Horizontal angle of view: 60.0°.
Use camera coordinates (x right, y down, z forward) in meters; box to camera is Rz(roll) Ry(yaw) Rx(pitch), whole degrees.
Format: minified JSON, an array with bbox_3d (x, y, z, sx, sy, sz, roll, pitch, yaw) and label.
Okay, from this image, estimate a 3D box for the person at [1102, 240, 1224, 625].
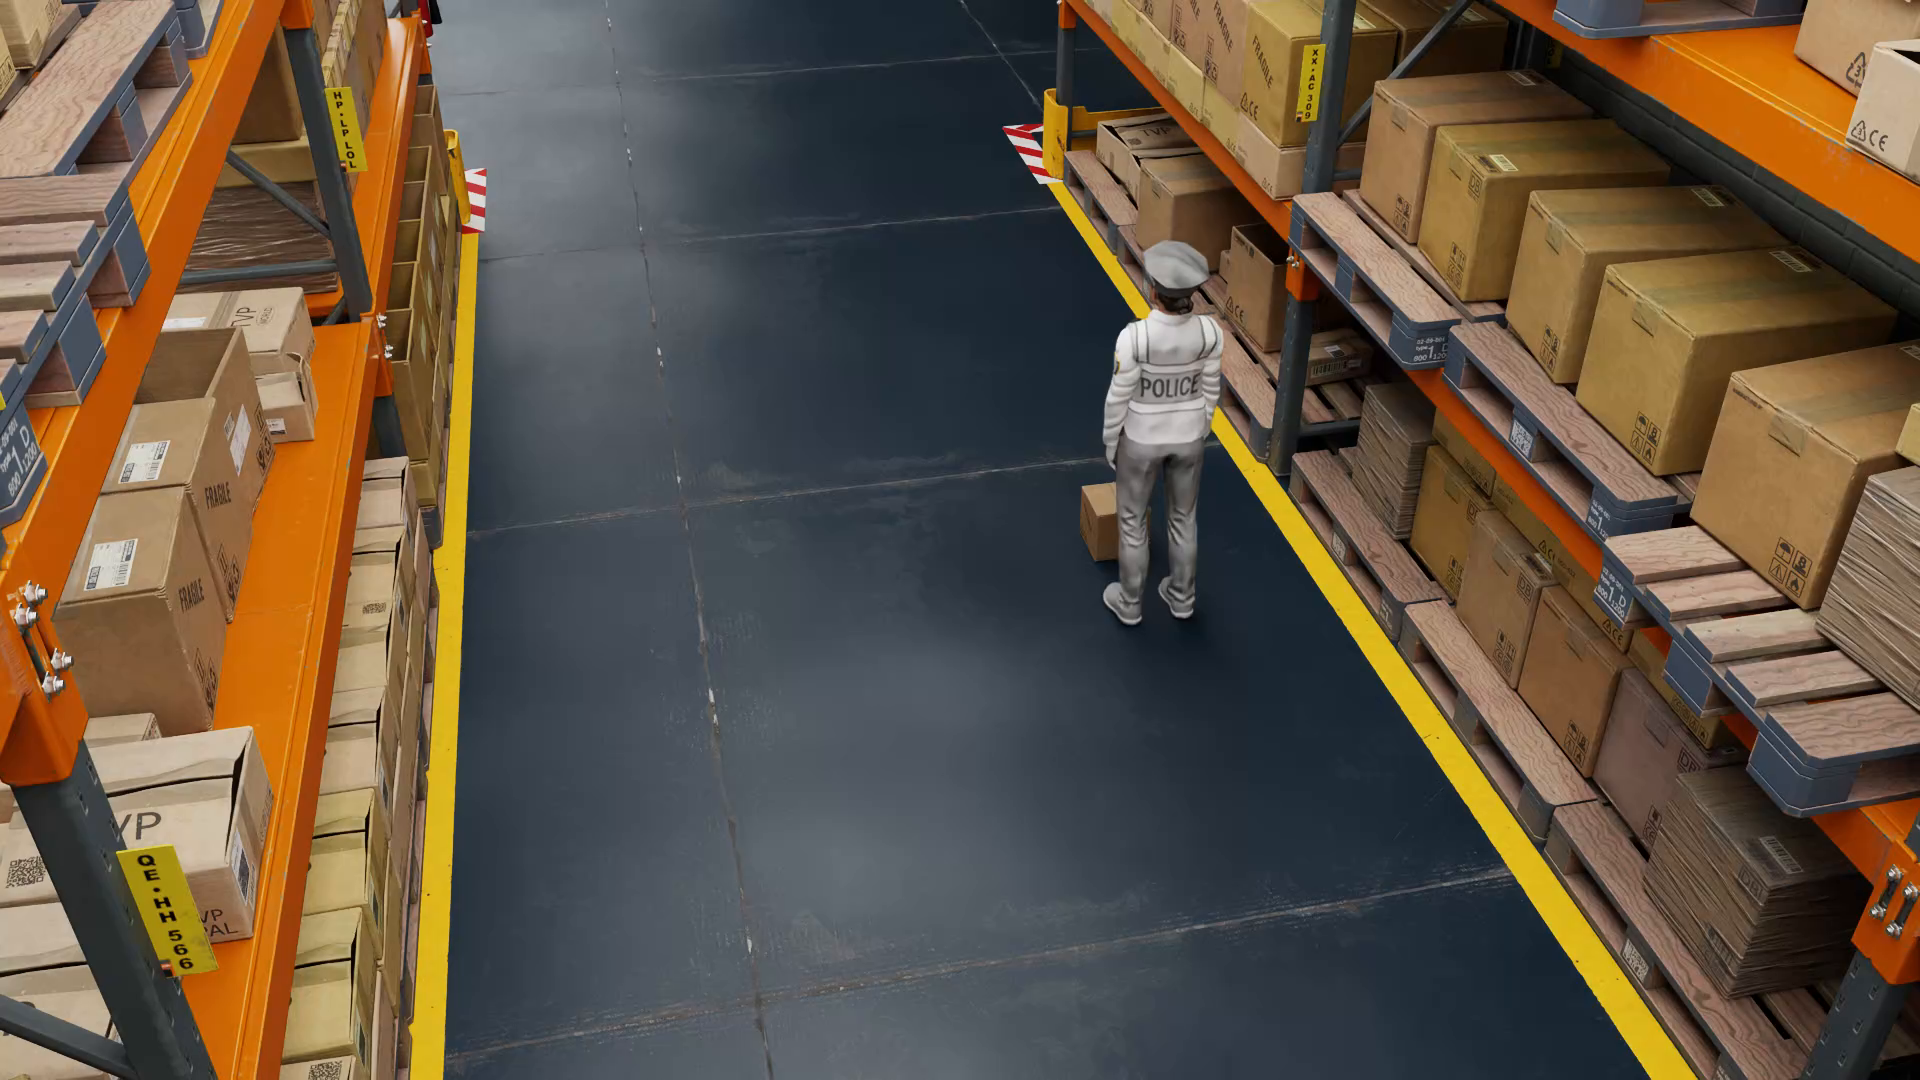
[{"bbox_3d":[0.798,-0.408,6.723,0.465,1.689,0.344,-6,35,-9],"label":"person"}]
